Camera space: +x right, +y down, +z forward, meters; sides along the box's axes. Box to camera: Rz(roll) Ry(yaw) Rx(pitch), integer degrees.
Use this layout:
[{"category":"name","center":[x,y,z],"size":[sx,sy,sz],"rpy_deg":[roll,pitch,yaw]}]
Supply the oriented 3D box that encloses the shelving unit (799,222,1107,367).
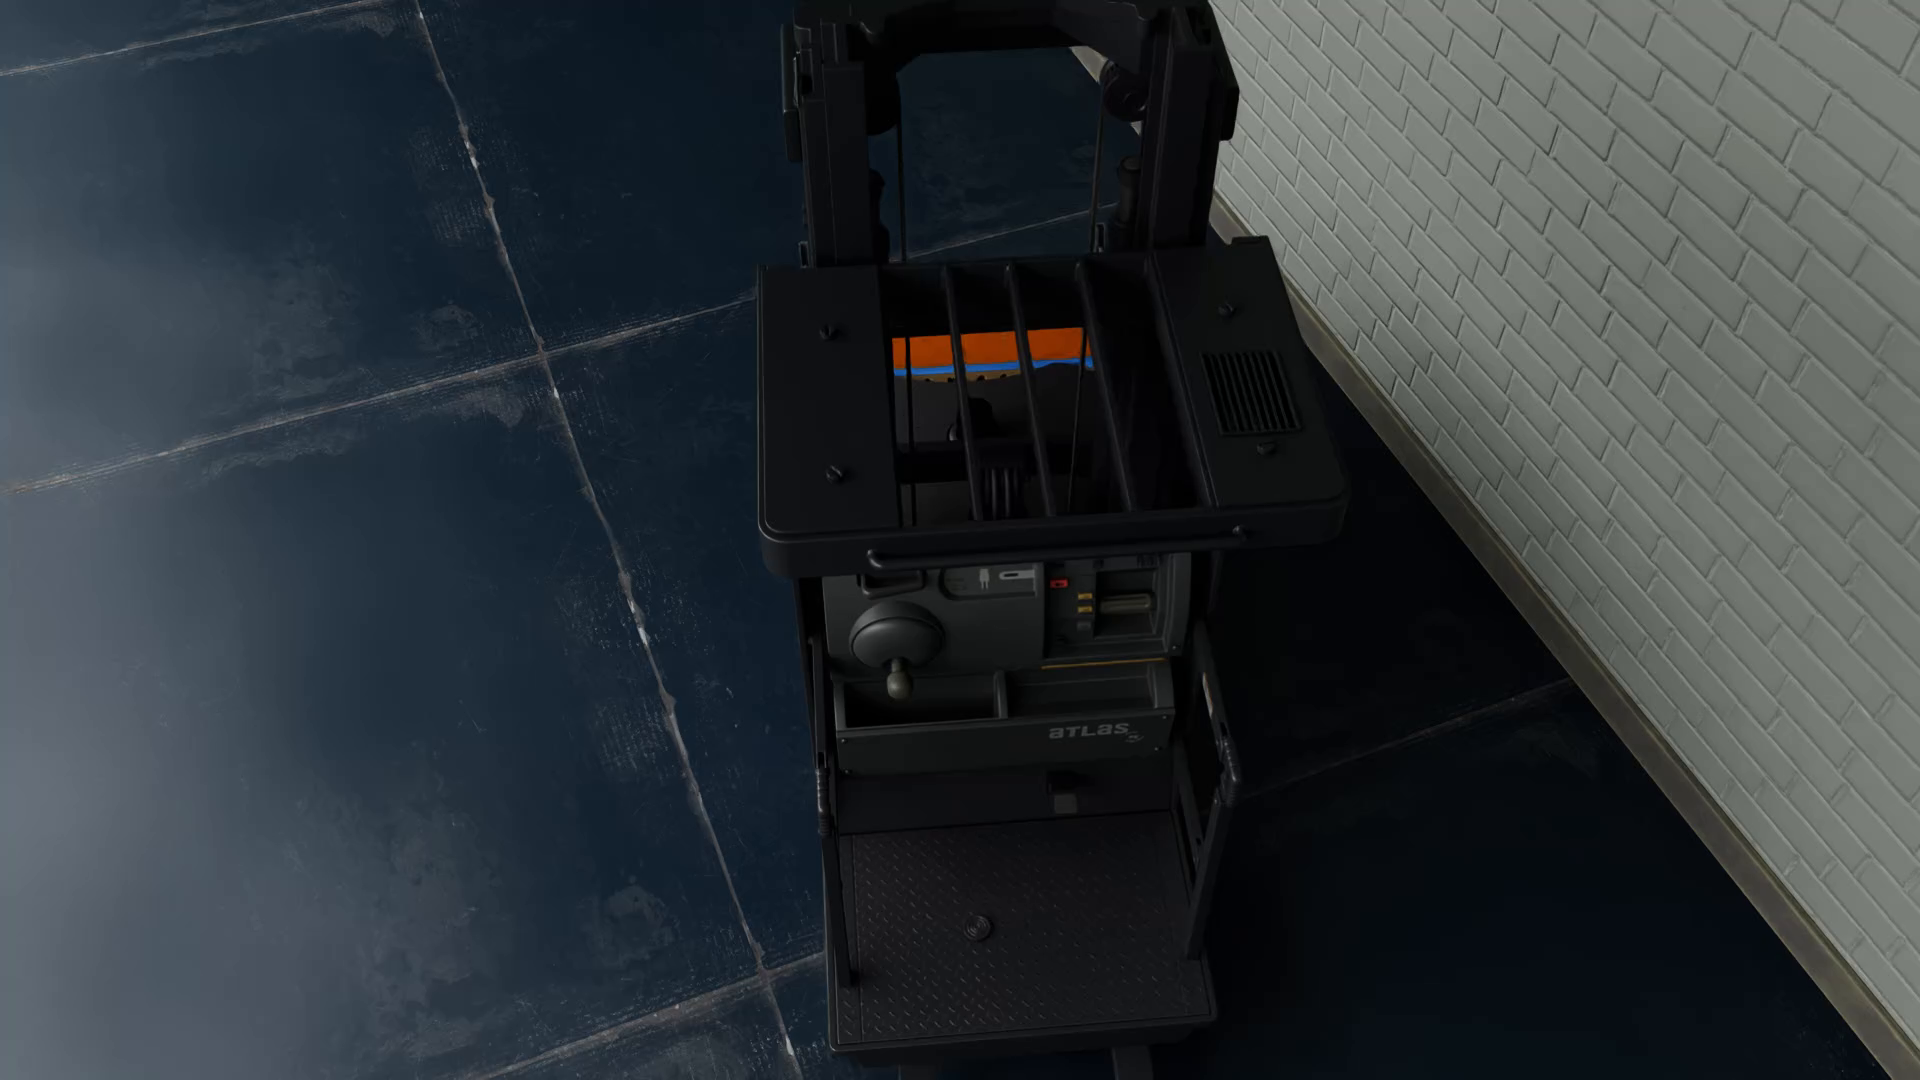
[{"category":"shelving unit","center":[0.001,-0.495,5.934],"size":[1.048,1.125,0.538],"rpy_deg":[-4,49,-4]}]

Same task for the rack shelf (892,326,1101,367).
[{"category":"rack shelf","center":[0.001,-0.686,5.712],"size":[1.000,0.278,0.538],"rpy_deg":[-4,49,-4]}]

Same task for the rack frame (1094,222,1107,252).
[{"category":"rack frame","center":[0.506,-0.535,5.968],"size":[0.032,1.125,0.500],"rpy_deg":[-4,49,-4]}]

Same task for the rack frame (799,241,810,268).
[{"category":"rack frame","center":[-0.505,-0.456,5.900],"size":[0.032,1.125,0.500],"rpy_deg":[-4,49,-4]}]

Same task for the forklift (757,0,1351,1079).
[{"category":"forklift","center":[0.142,0.290,4.069],"size":[1.130,2.935,3.031],"rpy_deg":[-4,49,-3]}]
